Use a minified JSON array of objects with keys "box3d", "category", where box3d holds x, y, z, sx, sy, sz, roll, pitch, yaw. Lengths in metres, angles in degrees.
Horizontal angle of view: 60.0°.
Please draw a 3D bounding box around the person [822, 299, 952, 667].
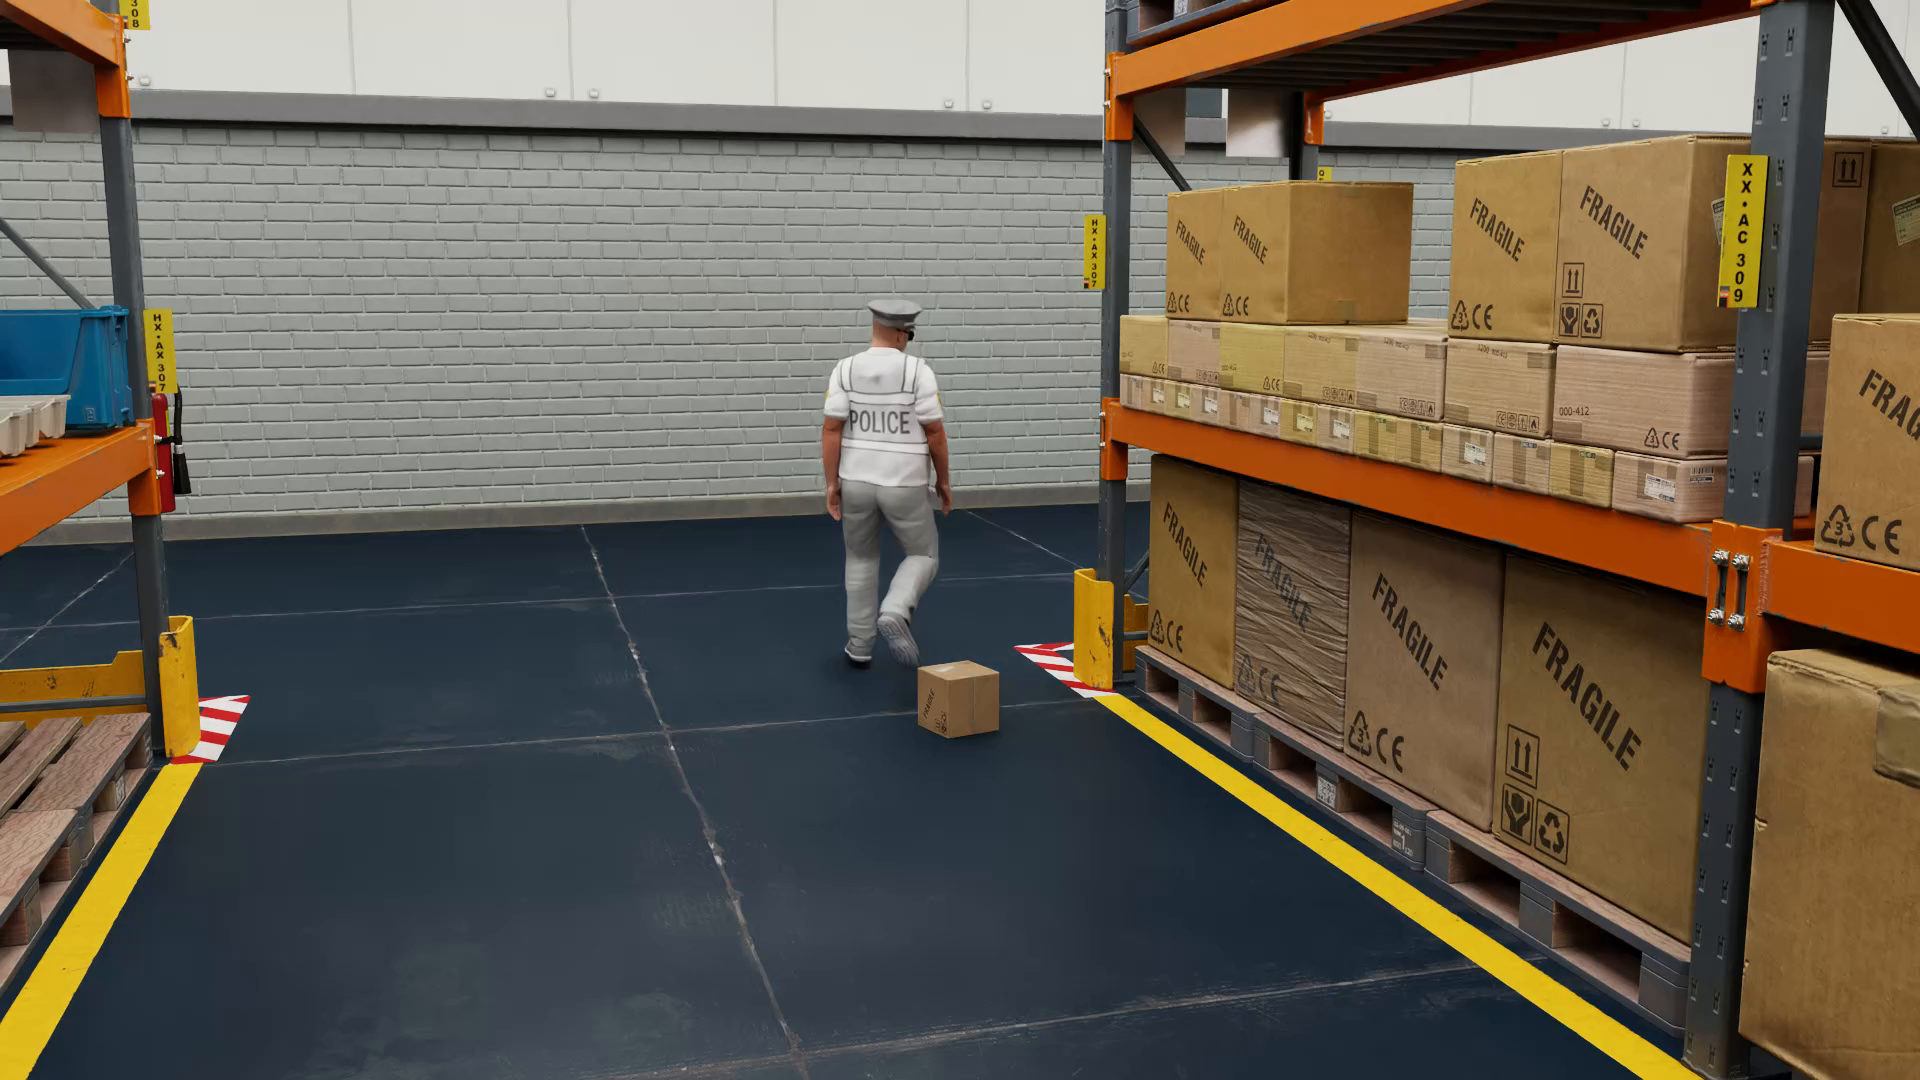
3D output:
[{"box3d":[-0.348,-0.256,7.820,0.596,1.733,0.611,2,9,10],"category":"person"}]
